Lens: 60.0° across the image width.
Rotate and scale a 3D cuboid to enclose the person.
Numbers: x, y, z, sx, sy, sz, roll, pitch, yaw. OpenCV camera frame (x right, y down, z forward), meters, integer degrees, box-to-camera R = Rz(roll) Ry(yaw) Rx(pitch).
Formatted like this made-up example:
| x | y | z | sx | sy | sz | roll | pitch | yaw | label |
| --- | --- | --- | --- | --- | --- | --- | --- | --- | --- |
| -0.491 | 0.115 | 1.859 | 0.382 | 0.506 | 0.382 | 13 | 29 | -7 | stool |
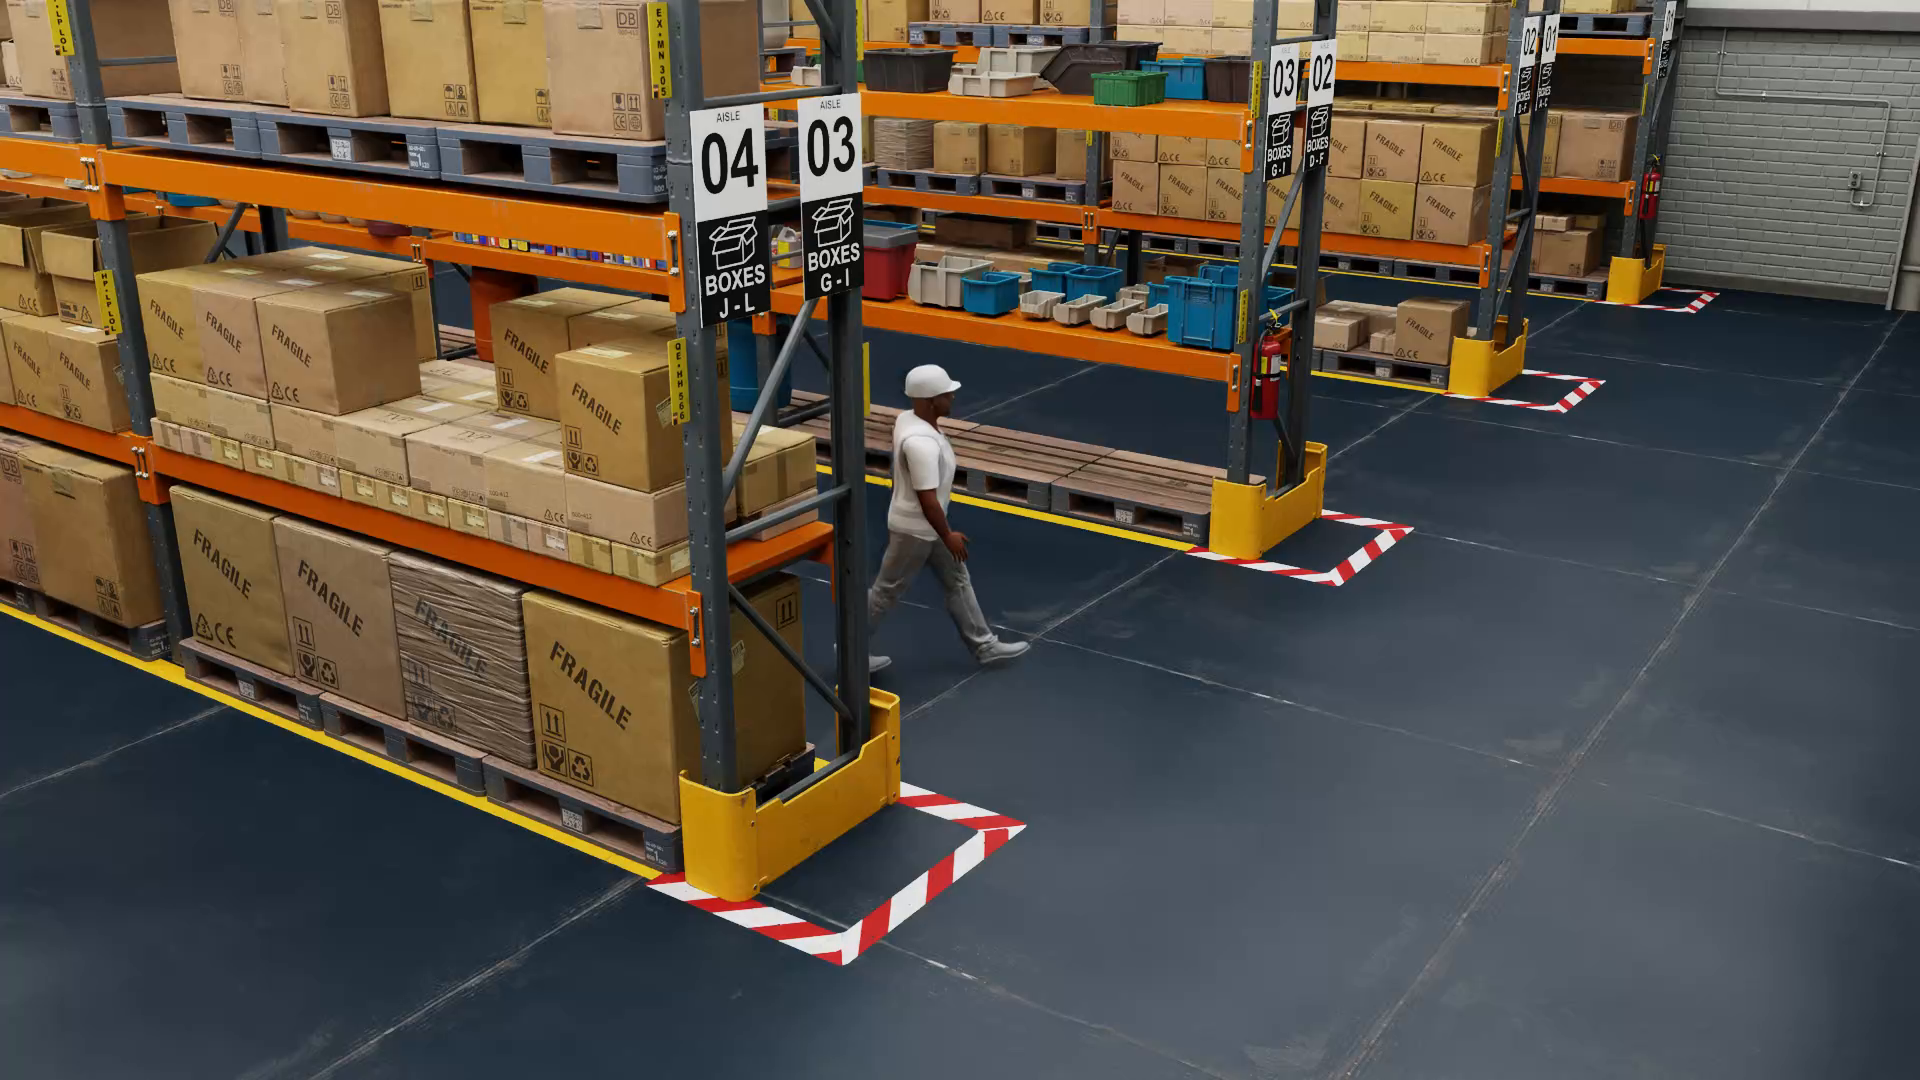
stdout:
| x | y | z | sx | sy | sz | roll | pitch | yaw | label |
| --- | --- | --- | --- | --- | --- | --- | --- | --- | --- |
| -0.152 | -0.094 | 8.800 | 1.070 | 1.704 | 0.564 | 1 | 20 | 2 | person |
